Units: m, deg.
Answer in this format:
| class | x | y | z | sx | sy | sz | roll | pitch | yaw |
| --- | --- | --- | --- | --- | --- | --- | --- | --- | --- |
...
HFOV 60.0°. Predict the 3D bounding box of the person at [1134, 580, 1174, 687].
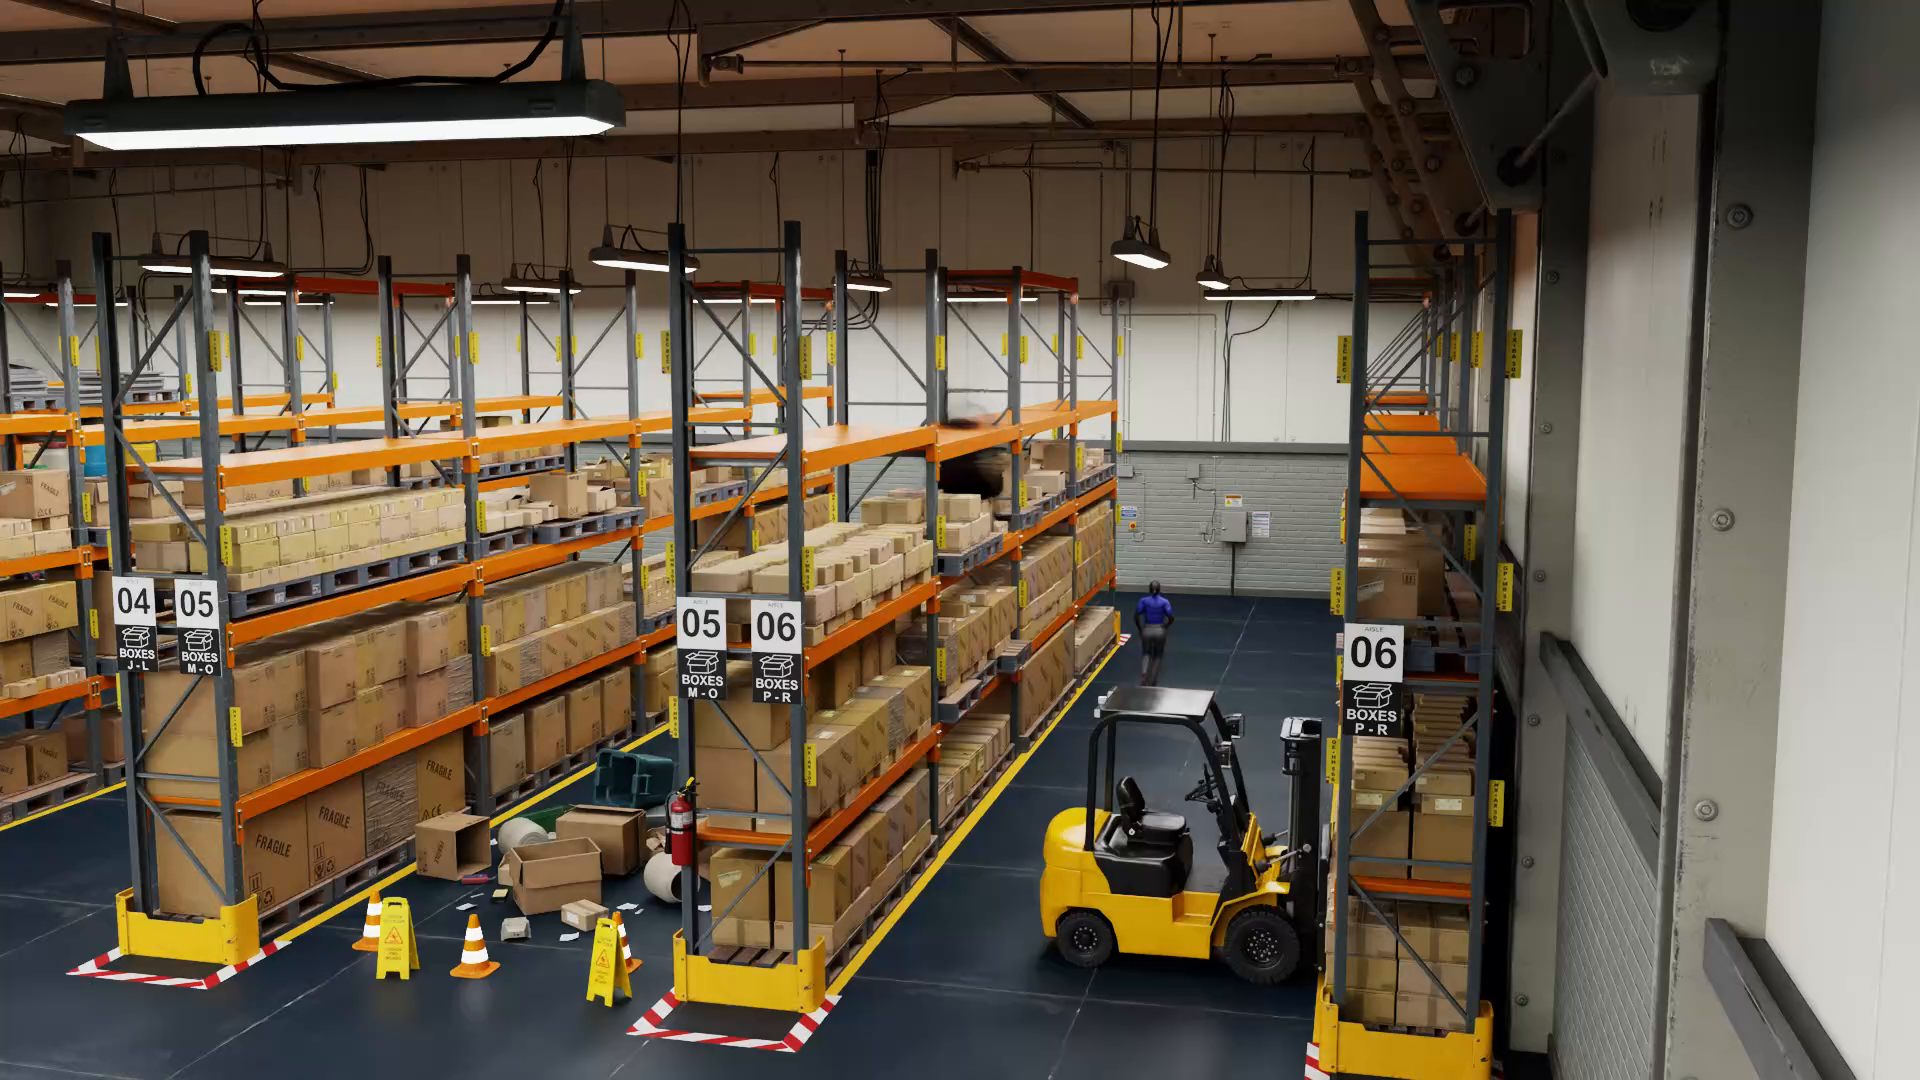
| class | x | y | z | sx | sy | sz | roll | pitch | yaw |
| --- | --- | --- | --- | --- | --- | --- | --- | --- | --- |
| person | 2.859 | 1.394 | 24.443 | 0.571 | 1.622 | 0.524 | 2 | 7 | 13 |
